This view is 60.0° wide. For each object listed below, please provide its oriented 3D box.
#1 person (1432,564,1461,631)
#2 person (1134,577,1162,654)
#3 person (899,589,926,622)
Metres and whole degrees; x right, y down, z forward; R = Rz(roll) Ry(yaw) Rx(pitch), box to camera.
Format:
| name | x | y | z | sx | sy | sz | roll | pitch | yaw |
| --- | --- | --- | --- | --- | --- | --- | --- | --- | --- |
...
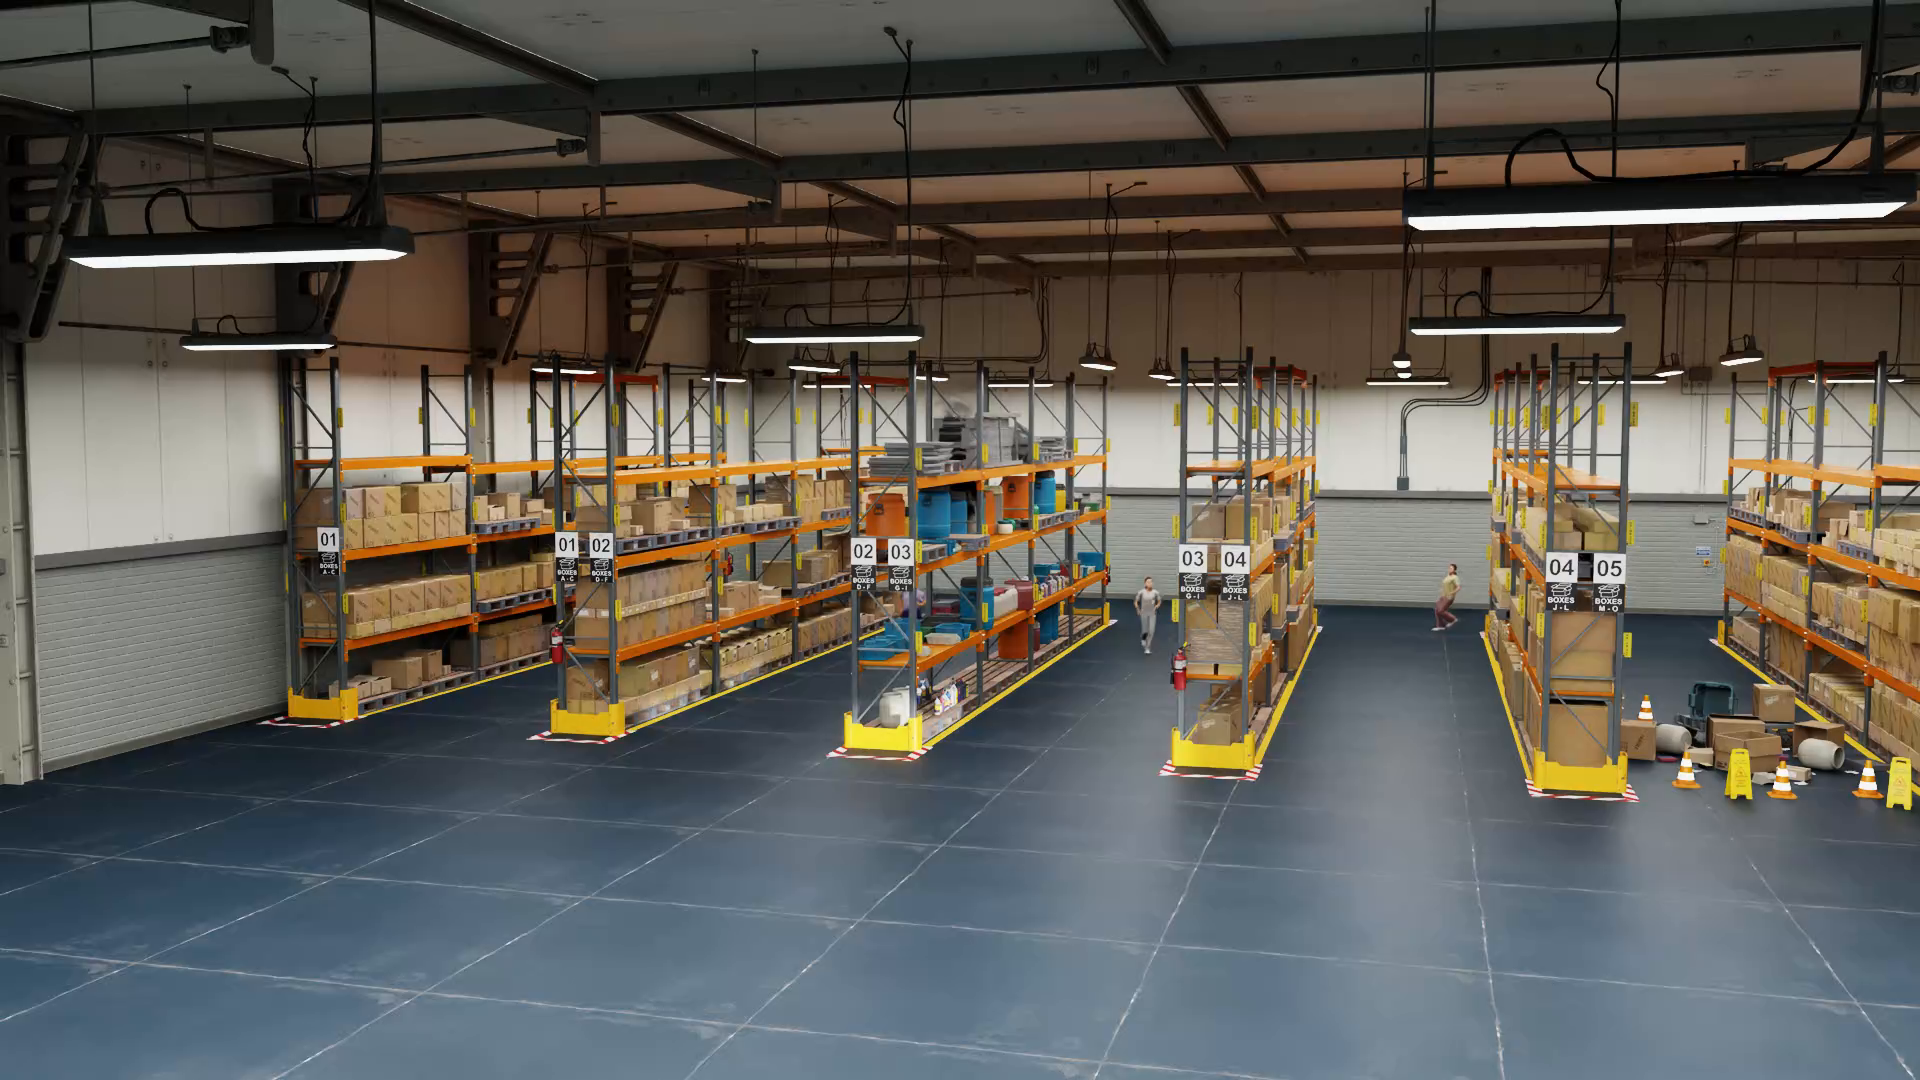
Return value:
| name | x | y | z | sx | sy | sz | roll | pitch | yaw |
| --- | --- | --- | --- | --- | --- | --- | --- | --- | --- |
| person | 11.462 | 1.354 | 38.976 | 0.539 | 1.624 | 0.634 | -1 | 4 | -14 |
| person | 3.999 | 1.594 | 35.372 | 0.580 | 1.624 | 0.597 | 0 | 4 | -2 |
| person | -0.995 | 1.604 | 34.923 | 0.607 | 1.632 | 0.906 | 0 | 4 | 6 |
